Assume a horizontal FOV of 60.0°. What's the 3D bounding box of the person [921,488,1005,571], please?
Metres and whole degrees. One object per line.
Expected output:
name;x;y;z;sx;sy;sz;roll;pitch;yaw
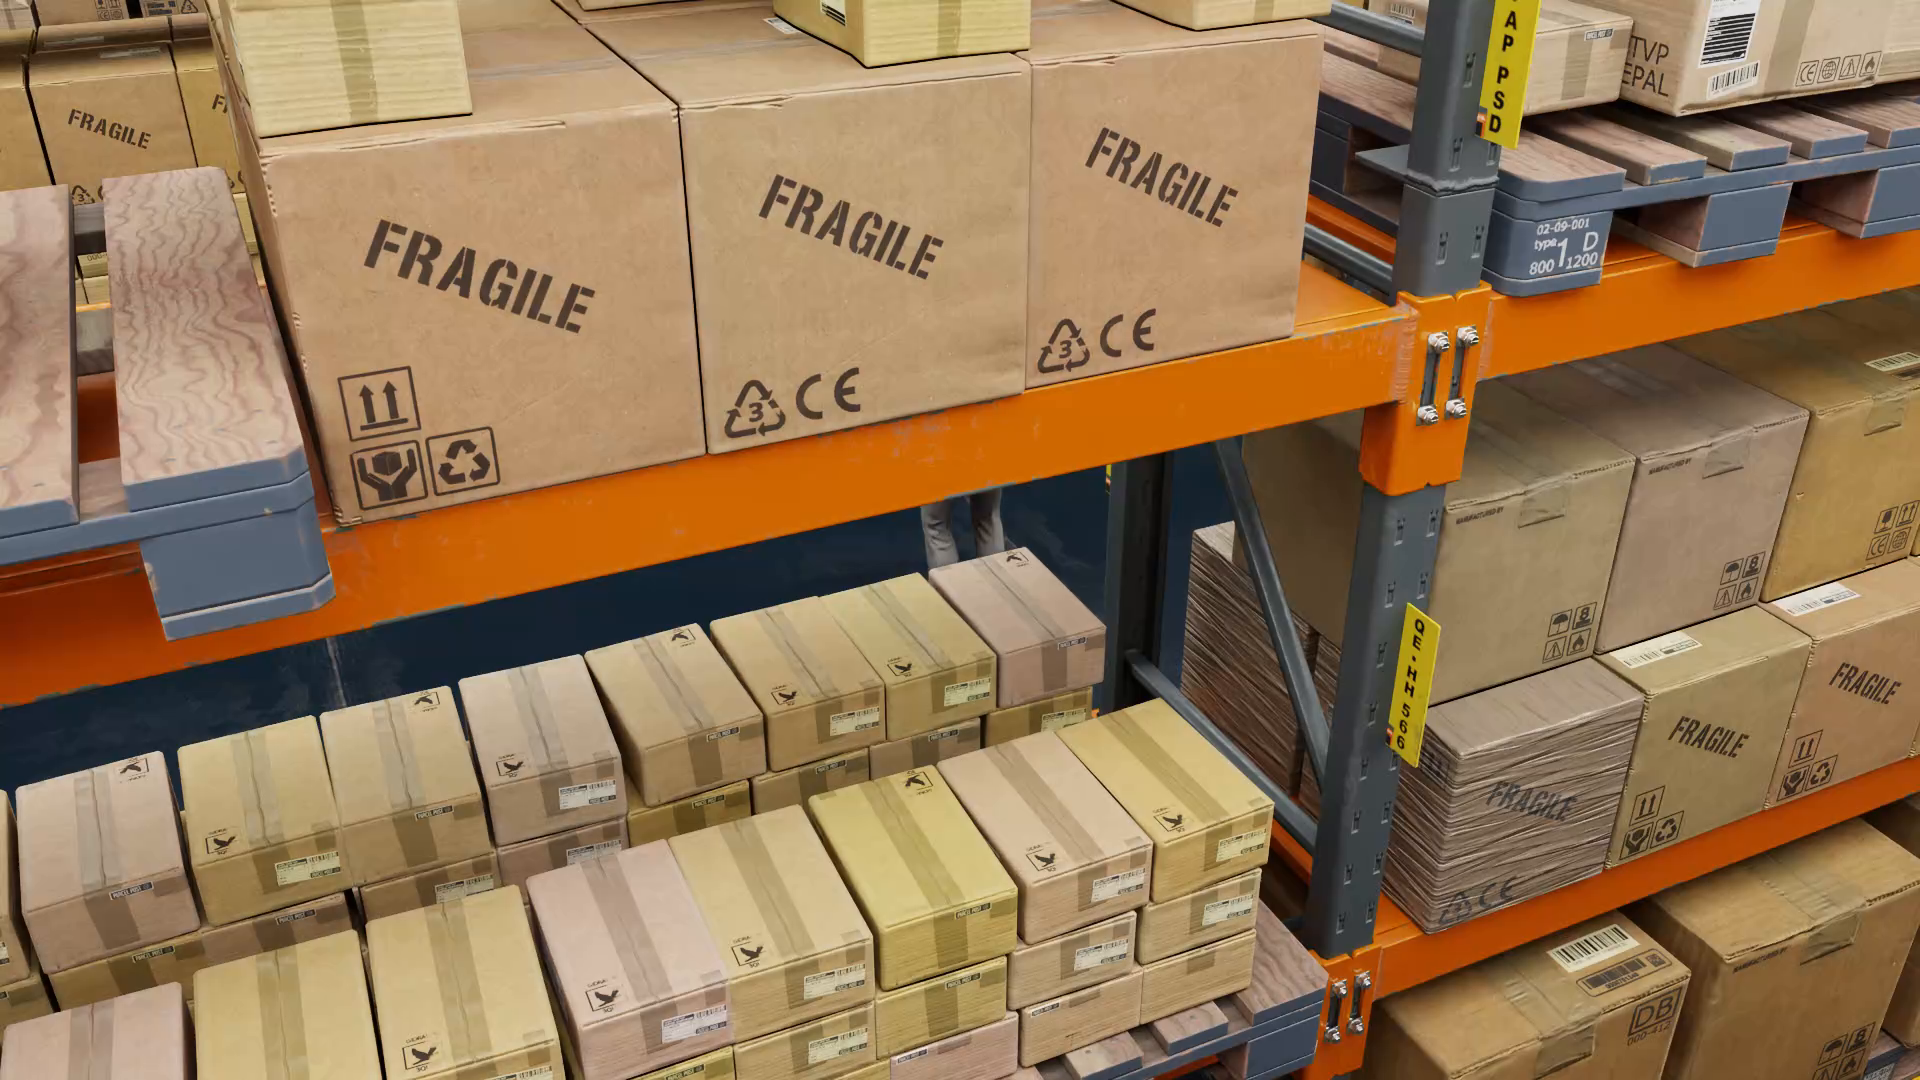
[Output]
person;-0.034;-0.429;6.880;0.416;1.674;0.535;-14;32;-23
